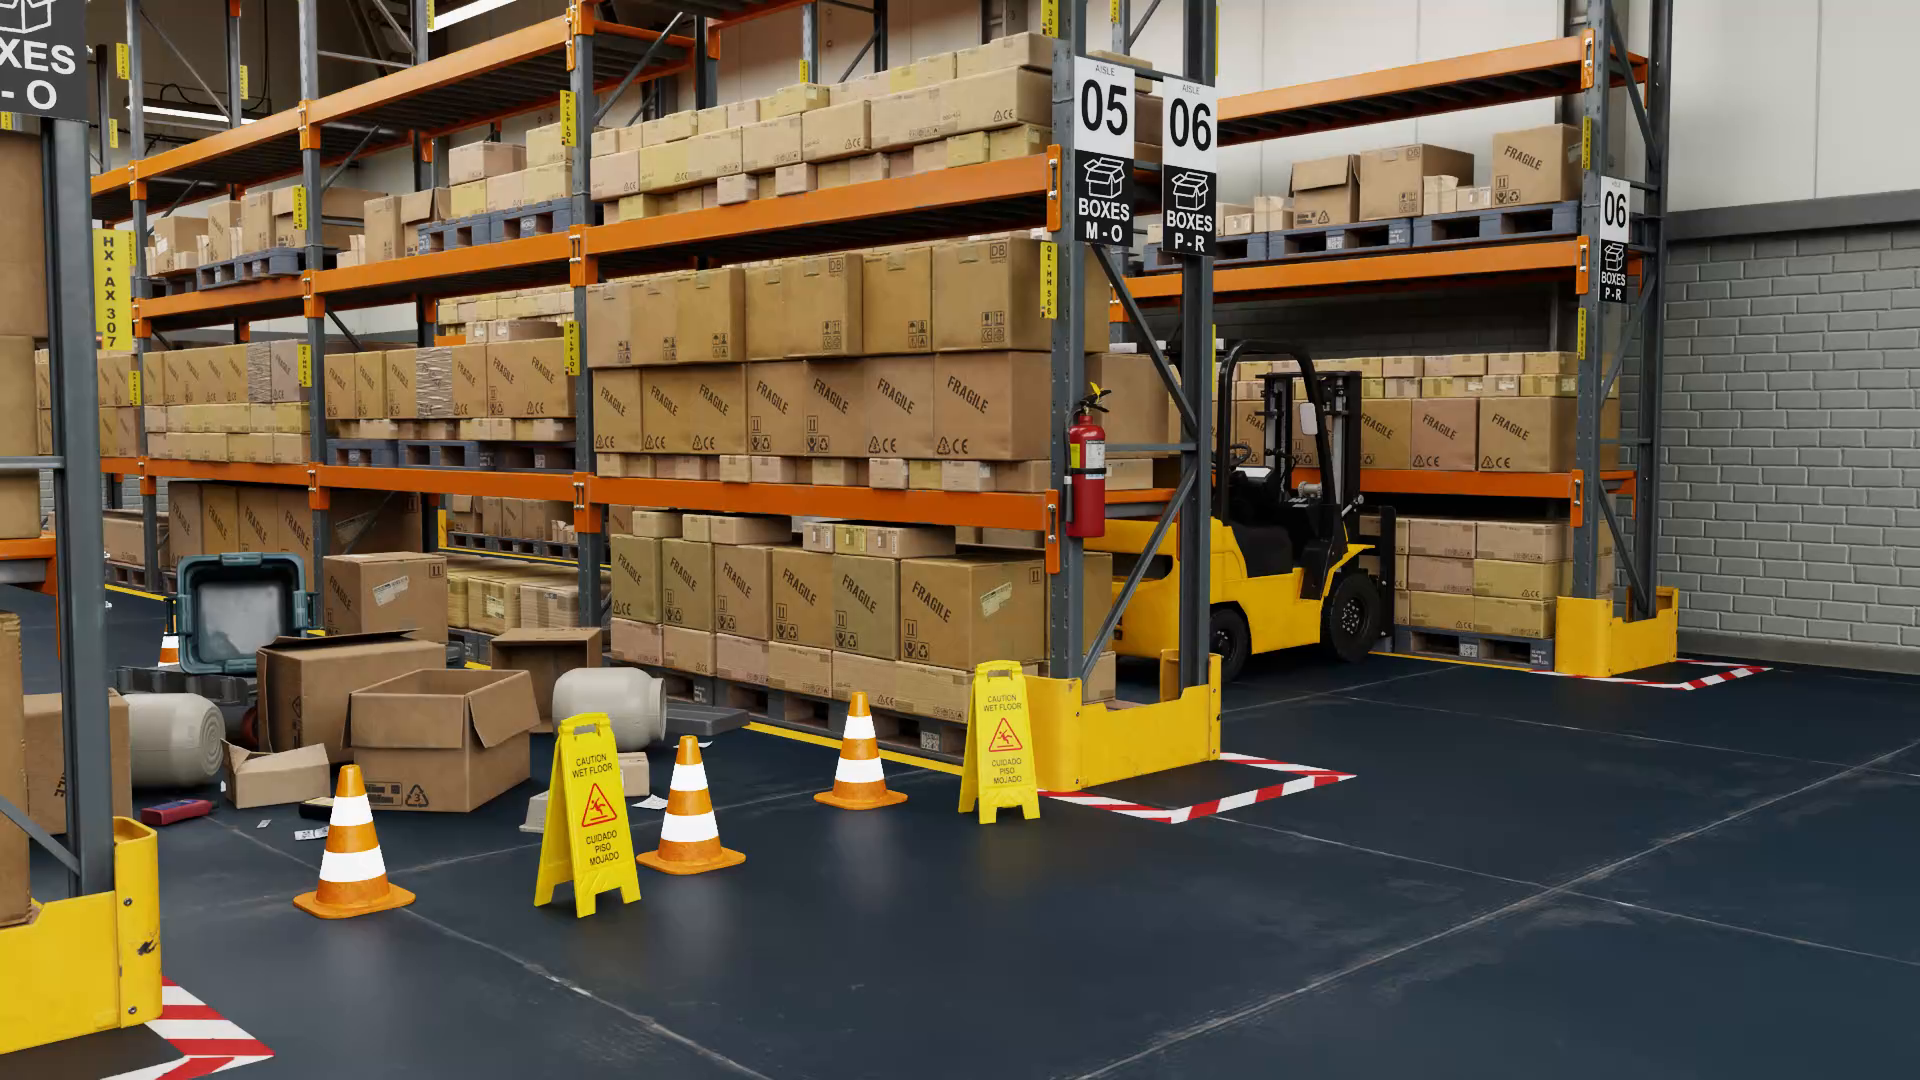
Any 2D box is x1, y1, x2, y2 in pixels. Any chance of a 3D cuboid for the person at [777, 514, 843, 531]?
[{"bbox_3d":[-1.124,-0.083,11.829,0.494,1.763,0.564,-4,5,-45],"label":"person"}]
